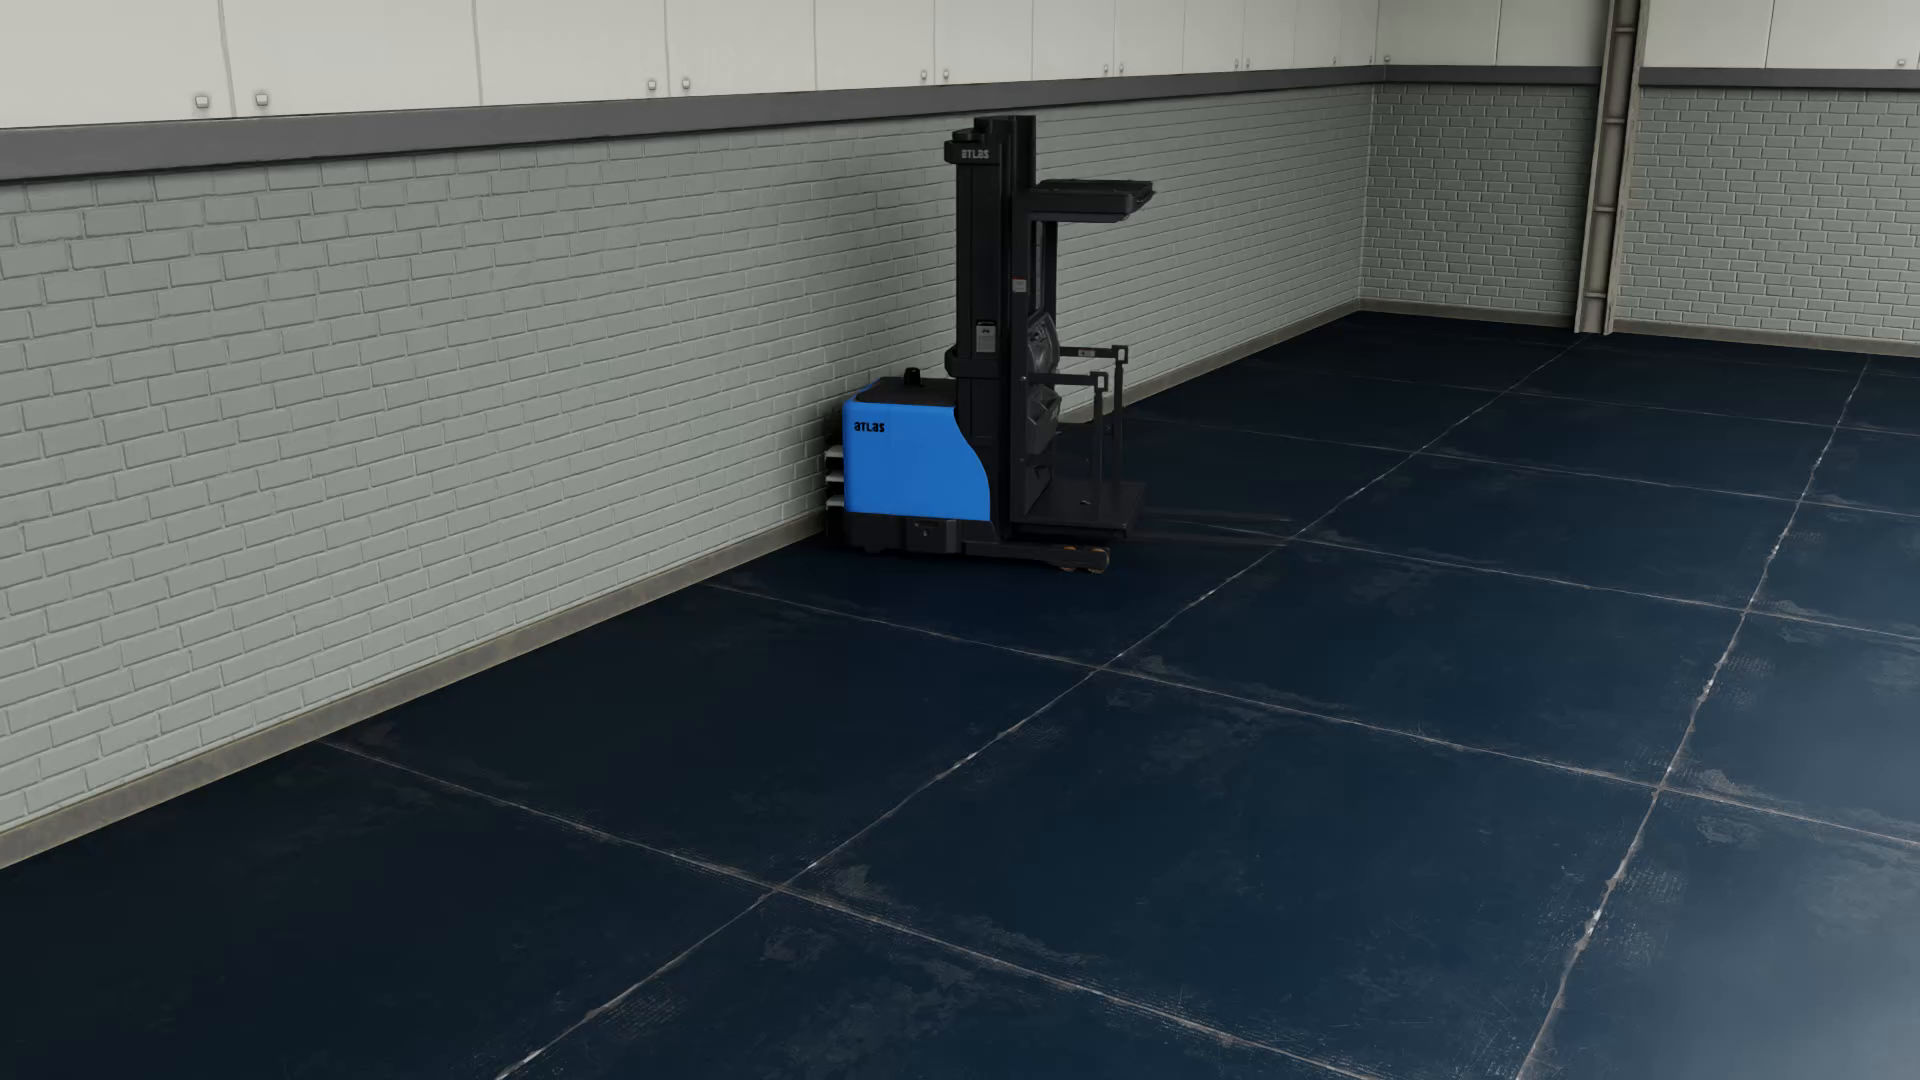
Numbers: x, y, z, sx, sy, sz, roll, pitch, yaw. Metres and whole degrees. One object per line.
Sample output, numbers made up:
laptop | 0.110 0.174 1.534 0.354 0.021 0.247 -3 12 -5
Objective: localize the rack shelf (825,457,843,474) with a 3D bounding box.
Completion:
rack shelf | -0.831 -0.533 11.894 0.200 0.077 0.258 4 17 12

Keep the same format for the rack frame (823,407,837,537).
rack frame | -0.930 -0.486 11.932 0.006 0.900 0.240 4 17 12

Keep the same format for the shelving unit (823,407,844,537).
shelving unit | -0.831 -0.479 11.910 0.210 0.900 0.258 4 17 12

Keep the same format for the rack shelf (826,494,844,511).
rack shelf | -0.831 -0.275 11.972 0.200 0.077 0.258 4 17 12

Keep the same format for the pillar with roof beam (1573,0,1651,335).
pillar with roof beam | 5.446 -5.772 15.402 0.400 9.000 9.100 10 20 30

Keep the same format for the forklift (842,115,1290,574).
forklift | 0.755 -1.348 11.275 3.031 2.935 1.130 4 17 12

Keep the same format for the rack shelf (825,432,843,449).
rack shelf | -0.831 -0.706 11.842 0.200 0.077 0.258 4 17 12

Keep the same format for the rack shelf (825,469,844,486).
rack shelf | -0.831 -0.447 11.920 0.200 0.077 0.258 4 17 12

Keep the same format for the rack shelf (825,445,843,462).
rack shelf | -0.831 -0.619 11.868 0.200 0.077 0.258 4 17 12

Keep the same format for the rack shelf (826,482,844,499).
rack shelf | -0.831 -0.361 11.946 0.200 0.077 0.258 4 17 12
